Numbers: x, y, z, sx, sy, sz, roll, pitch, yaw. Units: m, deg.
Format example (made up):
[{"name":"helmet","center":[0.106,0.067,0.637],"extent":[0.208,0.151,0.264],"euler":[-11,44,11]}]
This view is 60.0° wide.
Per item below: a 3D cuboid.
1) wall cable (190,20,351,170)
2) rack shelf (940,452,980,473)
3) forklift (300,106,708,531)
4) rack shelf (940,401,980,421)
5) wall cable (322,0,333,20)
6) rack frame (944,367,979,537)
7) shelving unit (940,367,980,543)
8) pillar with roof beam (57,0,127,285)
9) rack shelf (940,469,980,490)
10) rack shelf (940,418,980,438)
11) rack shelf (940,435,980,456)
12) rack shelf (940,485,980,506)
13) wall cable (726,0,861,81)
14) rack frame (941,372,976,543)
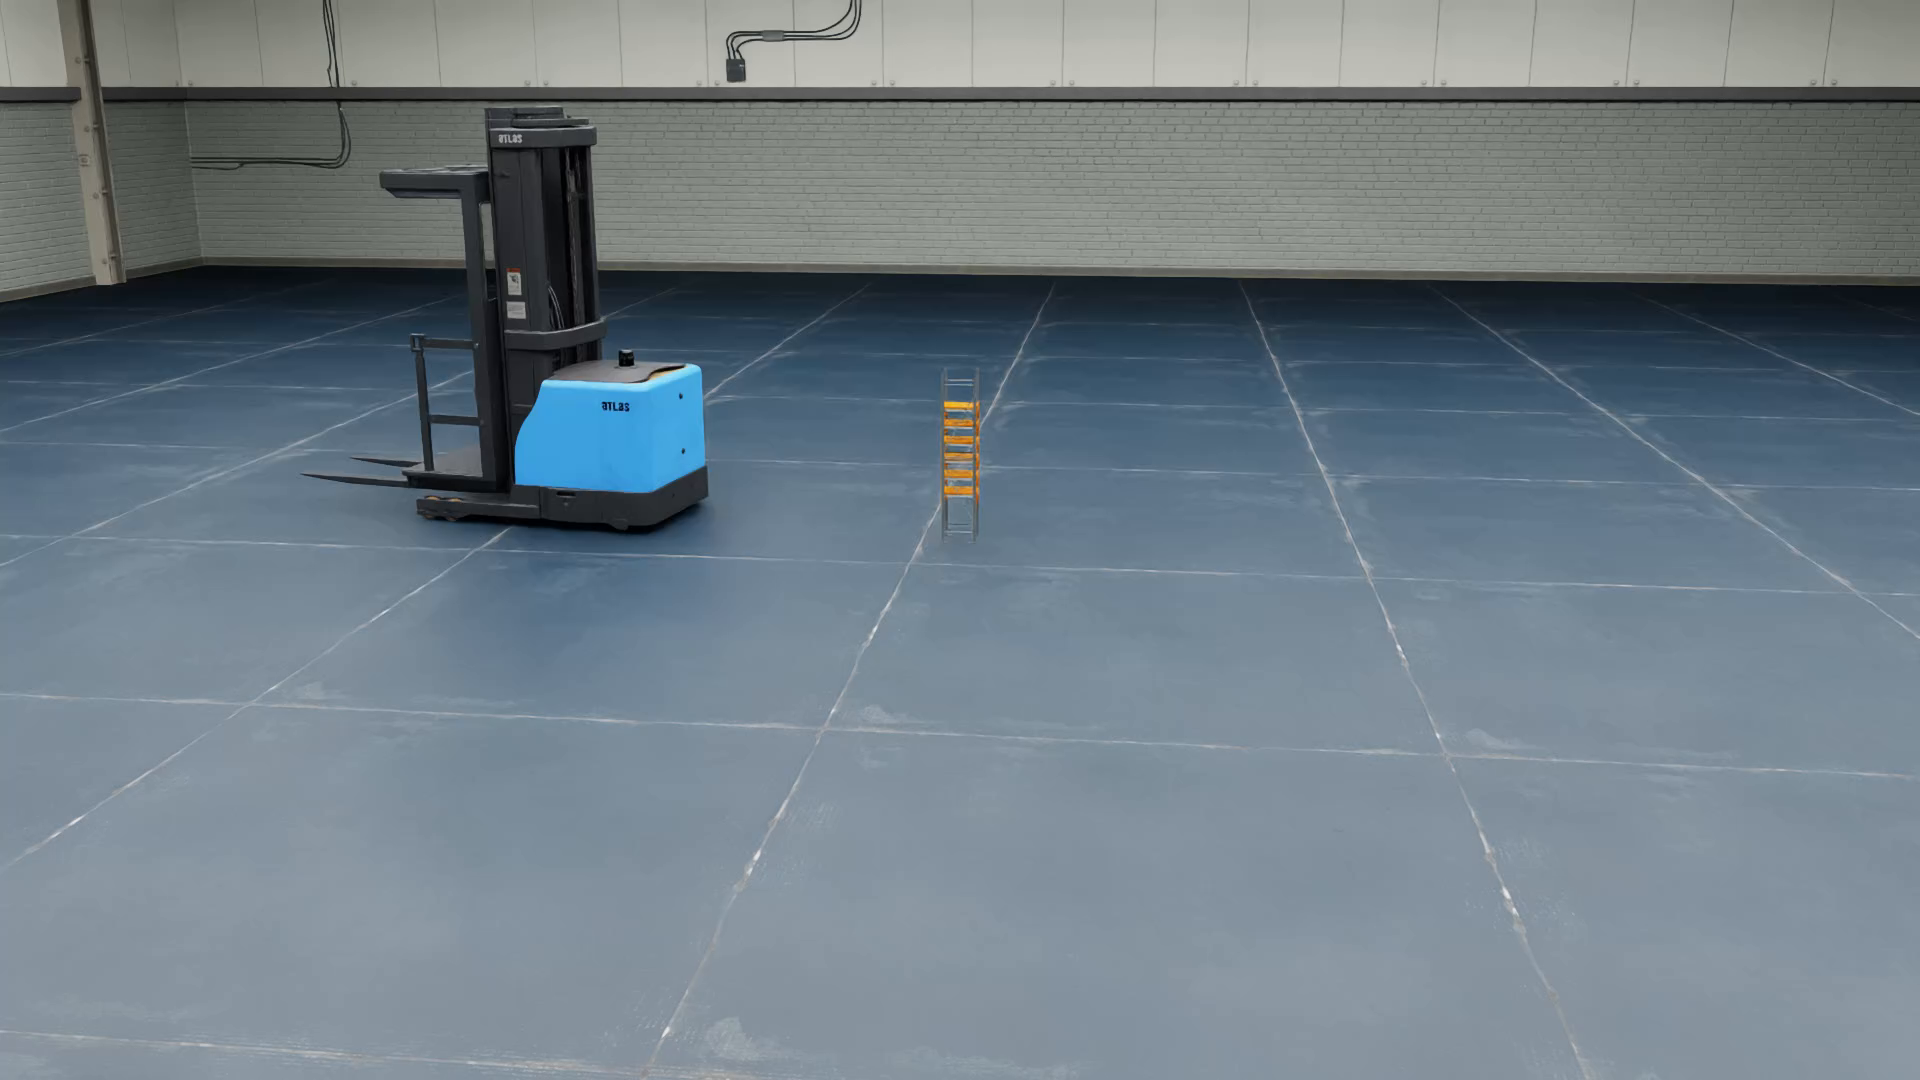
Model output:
[{"name":"wall cable","center":[-12.214,-7.756,29.053],"extent":[3.097,2.526,0.112],"euler":[2,15,6]},{"name":"rack shelf","center":[0.002,-0.540,11.531],"extent":[0.258,0.103,0.180],"euler":[2,15,6]},{"name":"forklift","center":[-3.487,-1.679,12.256],"extent":[3.031,2.935,1.130],"euler":[4,16,16]},{"name":"rack shelf","center":[0.002,-0.888,11.437],"extent":[0.258,0.103,0.180],"euler":[2,15,6]},{"name":"wall cable","center":[-9.525,-10.114,28.099],"extent":[3.097,2.526,0.112],"euler":[2,15,6]},{"name":"rack frame","center":[0.012,-0.607,11.607],"extent":[0.240,1.200,0.006],"euler":[2,15,6]},{"name":"shelving unit","center":[0.002,-0.583,11.519],"extent":[0.258,1.200,0.189],"euler":[2,15,6]},{"name":"pillar with roof beam","center":[-9.582,-8.403,25.497],"extent":[9.100,9.000,0.400],"euler":[2,15,6]},{"name":"rack shelf","center":[0.002,-0.424,11.562],"extent":[0.258,0.103,0.180],"euler":[2,15,6]},{"name":"rack shelf","center":[0.002,-0.772,11.468],"extent":[0.258,0.103,0.180],"euler":[2,15,6]},{"name":"rack shelf","center":[0.002,-0.656,11.500],"extent":[0.258,0.103,0.180],"euler":[2,15,6]},{"name":"rack shelf","center":[0.002,-0.308,11.594],"extent":[0.258,0.103,0.180],"euler":[2,15,6]},{"name":"wall cable","center":[-2.783,-10.613,27.155],"extent":[2.305,6.003,0.169],"euler":[2,15,6]},{"name":"rack frame","center":[-0.009,-0.559,11.432],"extent":[0.240,1.200,0.006],"euler":[2,15,6]}]
